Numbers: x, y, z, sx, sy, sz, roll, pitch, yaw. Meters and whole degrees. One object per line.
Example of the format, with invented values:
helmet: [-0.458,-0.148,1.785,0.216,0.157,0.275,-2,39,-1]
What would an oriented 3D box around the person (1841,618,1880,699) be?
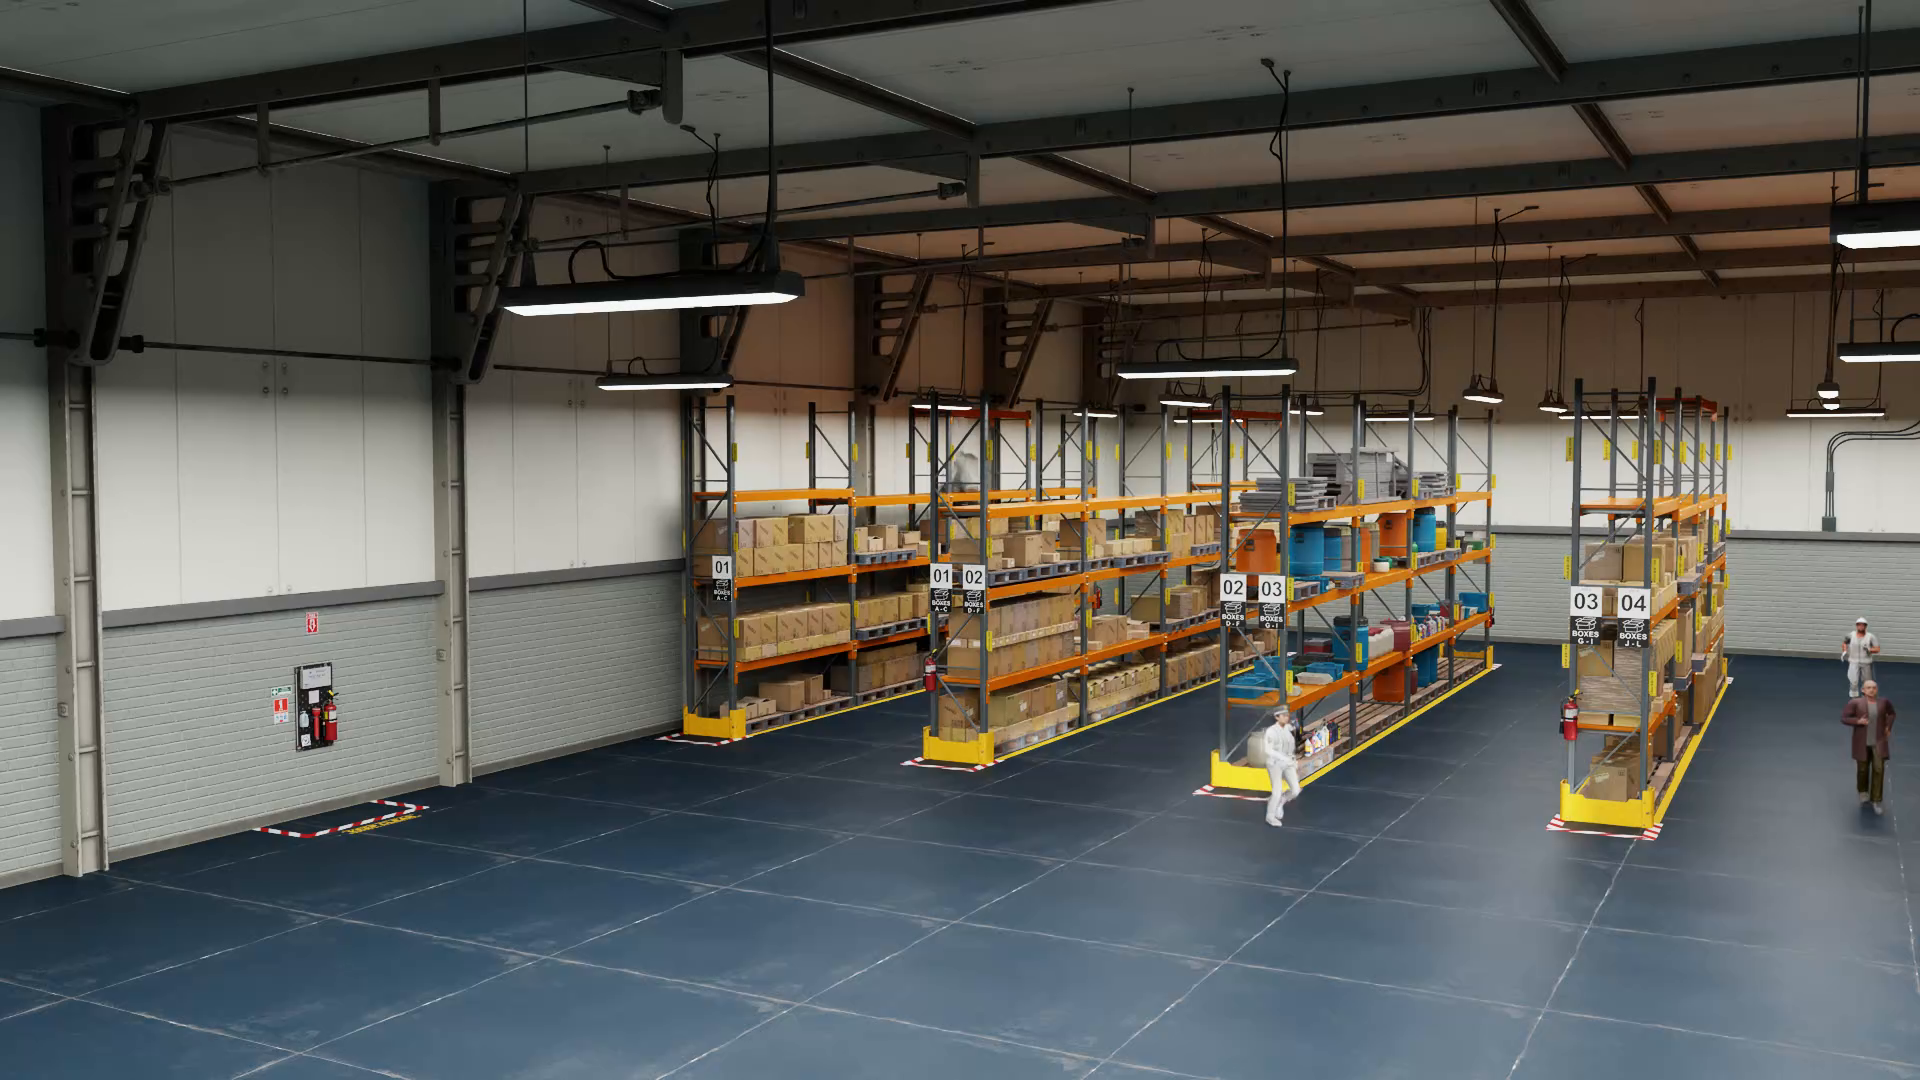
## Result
person: [17.336,2.390,32.024,0.661,1.783,0.987,2,3,31]

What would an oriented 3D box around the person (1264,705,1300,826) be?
person: [4.317,3.007,22.192,0.594,1.646,0.622,-2,3,-29]

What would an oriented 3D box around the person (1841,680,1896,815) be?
person: [12.744,2.867,23.326,0.701,1.811,0.919,1,3,23]
